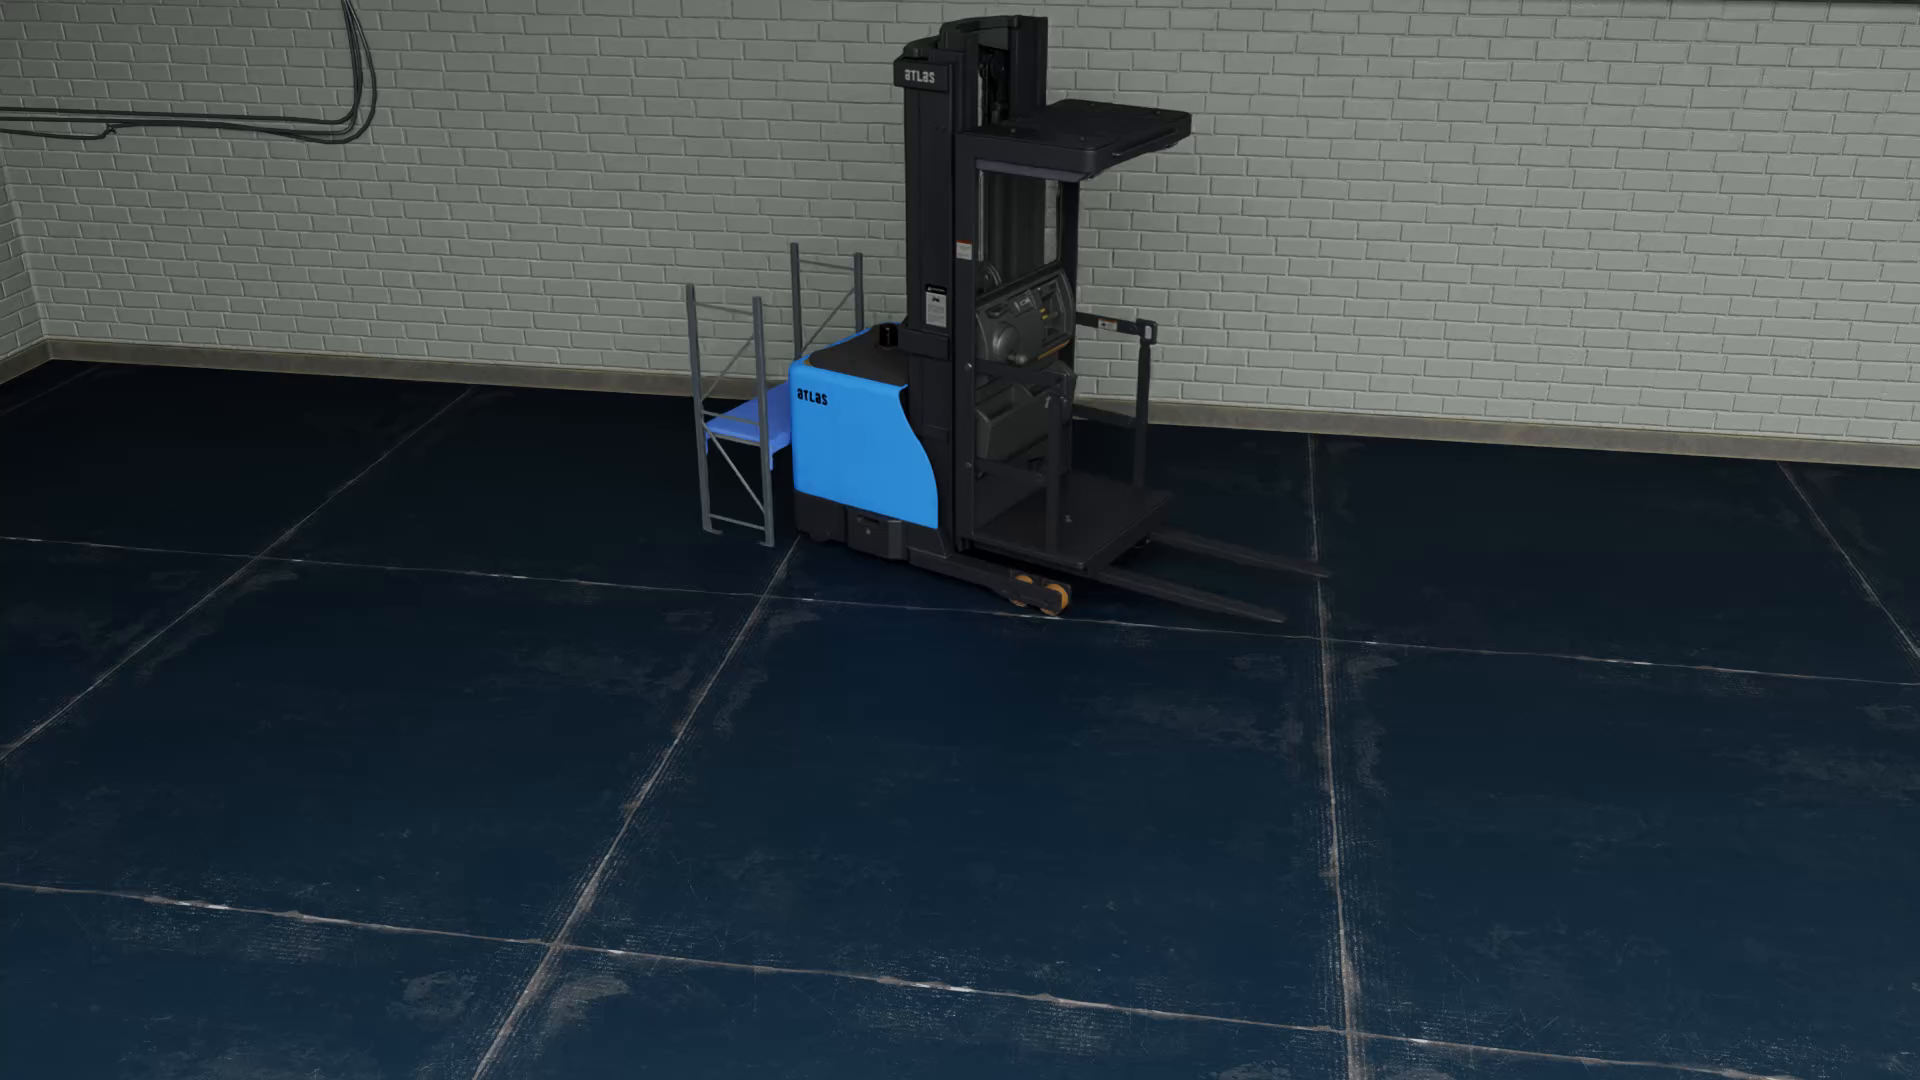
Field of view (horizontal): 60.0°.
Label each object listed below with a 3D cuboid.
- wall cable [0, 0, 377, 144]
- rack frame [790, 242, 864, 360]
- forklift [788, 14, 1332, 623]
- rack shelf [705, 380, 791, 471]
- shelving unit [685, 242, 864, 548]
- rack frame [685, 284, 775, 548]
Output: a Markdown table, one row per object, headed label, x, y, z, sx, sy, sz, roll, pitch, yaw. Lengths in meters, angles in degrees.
| label | x | y | z | sx | sy | sz | roll | pitch | yaw |
| --- | --- | --- | --- | --- | --- | --- | --- | --- | --- |
| wall cable | -5.519 | -3.940 | 11.216 | 3.097 | 2.526 | 0.112 | 4 | 25 | 9 |
| rack frame | -0.803 | -1.066 | 10.259 | 0.500 | 1.500 | 0.032 | 13 | 28 | 26 |
| forklift | 0.530 | -1.182 | 8.818 | 3.031 | 2.935 | 1.130 | 15 | 29 | 29 |
| rack shelf | -1.053 | -0.716 | 9.934 | 0.538 | 0.185 | 1.000 | 13 | 28 | 26 |
| shelving unit | -1.053 | -0.879 | 9.858 | 0.538 | 1.500 | 1.048 | 13 | 28 | 26 |
| rack frame | -1.302 | -0.691 | 9.457 | 0.500 | 1.500 | 0.032 | 13 | 28 | 26 |
